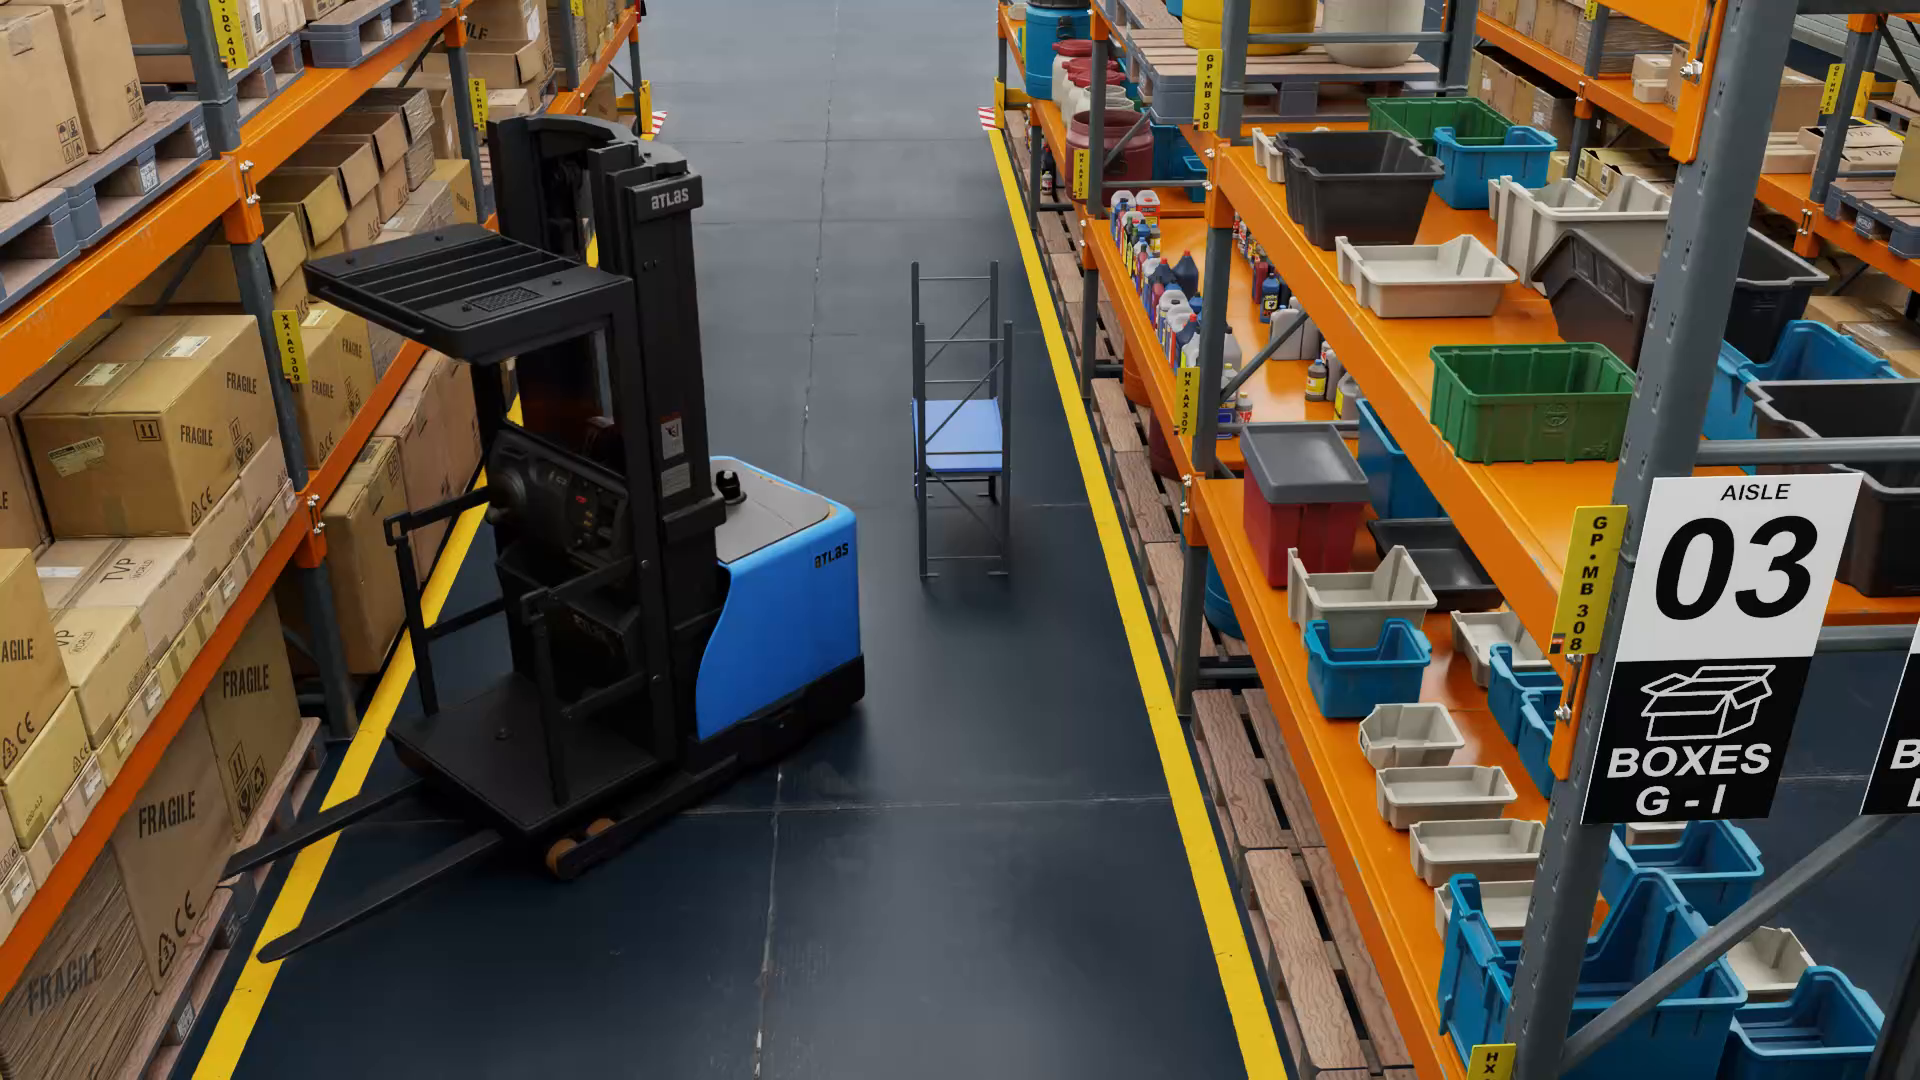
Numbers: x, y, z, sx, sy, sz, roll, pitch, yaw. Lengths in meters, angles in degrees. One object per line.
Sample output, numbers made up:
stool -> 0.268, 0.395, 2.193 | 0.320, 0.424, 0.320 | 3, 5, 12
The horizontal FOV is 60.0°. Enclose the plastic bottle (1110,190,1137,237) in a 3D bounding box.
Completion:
plastic bottle -> 1.046, -2.088, 10.645 | 0.152, 0.276, 0.135 | -1, 28, -3

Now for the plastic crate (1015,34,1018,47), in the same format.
plastic crate -> 0.800, -4.825, 16.043 | 0.530, 0.136, 0.437 | -1, 28, -3

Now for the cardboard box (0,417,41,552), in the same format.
cardboard box -> -3.572, -0.087, 5.703 | 0.500, 0.500, 0.500 | -2, 28, -4

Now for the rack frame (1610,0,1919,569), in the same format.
rack frame -> 1.764, -1.316, 2.543 | 1.000, 3.000, 0.127 | -1, 28, -3

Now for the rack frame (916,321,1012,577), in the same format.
rack frame -> 0.022, -0.470, 9.029 | 0.500, 1.500, 0.032 | -1, 28, -3

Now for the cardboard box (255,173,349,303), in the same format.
cardboard box -> -3.457, -1.485, 8.161 | 0.797, 0.503, 0.637 | -1, 28, -2

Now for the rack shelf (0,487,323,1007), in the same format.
rack shelf -> -3.287, 0.858, 5.638 | 1.077, 0.370, 4.000 | -1, 28, -3

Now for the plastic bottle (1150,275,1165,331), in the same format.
plastic bottle -> 1.090, -1.303, 9.130 | 0.061, 0.283, 0.133 | -1, 28, -3

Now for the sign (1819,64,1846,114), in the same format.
sign -> 5.739, -2.967, 10.944 | 0.100, 0.325, 0.005 | -1, 28, -3

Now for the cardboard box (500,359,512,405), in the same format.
cardboard box -> -3.585, -1.156, 10.567 | 1.225, 0.875, 0.875 | -3, 28, -5

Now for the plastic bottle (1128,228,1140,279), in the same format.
plastic bottle -> 1.044, -1.708, 9.908 | 0.061, 0.283, 0.133 | -1, 28, -3

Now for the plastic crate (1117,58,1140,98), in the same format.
plastic crate -> 1.506, -3.689, 13.597 | 0.392, 0.384, 0.575 | -1, 28, -3

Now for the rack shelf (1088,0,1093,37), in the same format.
rack shelf -> 1.242, -4.286, 12.258 | 1.077, 0.370, 4.000 | -1, 28, -3

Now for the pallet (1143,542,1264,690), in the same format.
pallet -> 1.556, 0.375, 8.802 | 1.003, 0.211, 1.213 | -1, 28, -3

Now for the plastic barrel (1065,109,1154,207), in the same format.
plastic barrel -> 1.020, -2.618, 11.379 | 0.600, 0.536, 0.708 | -1, 28, -3

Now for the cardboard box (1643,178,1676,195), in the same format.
cardboard box -> 5.906, -2.865, 13.912 | 0.500, 0.311, 0.500 | -2, 28, -4

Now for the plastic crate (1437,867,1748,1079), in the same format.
plastic crate -> 1.560, 1.151, 4.196 | 0.616, 0.435, 0.499 | -1, 28, -3

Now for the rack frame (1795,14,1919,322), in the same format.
rack frame -> 6.293, -2.469, 11.240 | 1.000, 3.000, 0.127 | -1, 28, -3

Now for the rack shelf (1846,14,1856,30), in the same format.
rack shelf -> 6.189, -4.404, 12.484 | 1.077, 0.370, 4.000 | -1, 28, -3

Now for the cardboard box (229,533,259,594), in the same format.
cardboard box -> -3.021, 0.098, 6.591 | 0.380, 0.149, 0.250 | -2, 28, -4

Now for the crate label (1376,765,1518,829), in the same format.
crate label -> 1.501, 0.799, 5.194 | 0.396, 0.136, 0.243 | -1, 28, -3

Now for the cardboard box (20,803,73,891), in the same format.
cardboard box -> -2.927, 0.928, 4.999 | 0.380, 0.149, 0.250 | -2, 28, -4

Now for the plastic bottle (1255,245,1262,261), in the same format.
plastic bottle -> 1.819, -1.701, 9.983 | 0.097, 0.201, 0.097 | 0, 28, 0

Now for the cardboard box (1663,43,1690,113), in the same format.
cardboard box -> 6.136, -3.762, 13.611 | 0.500, 0.500, 0.500 | 1, 28, 1

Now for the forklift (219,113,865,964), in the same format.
forklift -> -1.834, -0.137, 6.843 | 1.130, 2.935, 3.031 | 23, 35, 37

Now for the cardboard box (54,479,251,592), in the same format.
cardboard box -> -3.076, -0.013, 6.372 | 0.500, 0.250, 0.500 | -1, 28, -1

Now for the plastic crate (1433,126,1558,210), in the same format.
plastic crate -> 1.921, -1.347, 6.026 | 0.416, 0.233, 0.300 | -1, 28, -3

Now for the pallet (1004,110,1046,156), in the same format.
pallet -> 1.017, -4.400, 17.958 | 1.003, 0.211, 1.213 | -1, 28, -3

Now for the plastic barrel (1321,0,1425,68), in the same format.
plastic barrel -> 1.778, -2.329, 7.128 | 0.433, 0.535, 0.433 | 0, 28, 0

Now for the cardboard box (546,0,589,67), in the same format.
cardboard box -> -3.771, -4.464, 14.636 | 0.875, 0.500, 0.500 | -1, 28, -3

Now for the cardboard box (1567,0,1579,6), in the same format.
cardboard box -> 5.829, -5.004, 15.290 | 0.380, 0.149, 0.250 | -2, 28, -4

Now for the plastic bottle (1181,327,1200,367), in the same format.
plastic bottle -> 1.180, -0.899, 8.282 | 0.144, 0.351, 0.185 | -1, 28, -3

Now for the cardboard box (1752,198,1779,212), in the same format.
cardboard box -> 6.471, -2.649, 13.498 | 0.500, 0.311, 0.500 | -2, 28, -3

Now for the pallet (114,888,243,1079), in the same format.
pallet -> -3.363, 1.770, 6.128 | 1.003, 0.211, 1.213 | -1, 28, -3

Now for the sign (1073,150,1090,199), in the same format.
sign -> 0.797, -2.407, 10.945 | 0.100, 0.325, 0.005 | -1, 28, -3

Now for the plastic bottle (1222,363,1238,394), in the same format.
plastic bottle -> 1.316, -0.770, 8.198 | 0.097, 0.201, 0.097 | 0, 28, 0

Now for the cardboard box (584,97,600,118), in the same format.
cardboard box -> -3.923, -4.150, 16.713 | 0.500, 0.500, 0.500 | 1, 28, 2

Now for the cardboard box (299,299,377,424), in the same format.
cardboard box -> -3.193, -0.879, 8.084 | 0.500, 0.500, 0.500 | -1, 28, -3

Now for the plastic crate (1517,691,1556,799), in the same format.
plastic crate -> 2.011, 0.661, 5.355 | 0.416, 0.233, 0.300 | -1, 28, -3

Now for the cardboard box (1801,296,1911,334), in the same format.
cardboard box -> 6.031, -1.339, 11.300 | 0.500, 0.500, 0.500 | 0, 28, 0

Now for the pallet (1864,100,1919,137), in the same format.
pallet -> 10.833, -4.637, 18.413 | 1.003, 0.211, 1.213 | -1, 28, -3

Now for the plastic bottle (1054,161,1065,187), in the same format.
plastic bottle -> 0.960, -3.513, 15.630 | 0.144, 0.351, 0.185 | -1, 28, -3

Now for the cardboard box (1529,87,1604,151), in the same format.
cardboard box -> 5.827, -4.056, 15.991 | 0.500, 0.500, 0.500 | -1, 28, -3

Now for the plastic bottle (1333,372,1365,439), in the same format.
plastic bottle -> 1.858, -0.671, 7.846 | 0.144, 0.351, 0.185 | -1, 28, -3

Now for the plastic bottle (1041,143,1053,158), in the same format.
plastic bottle -> 0.806, -3.598, 15.793 | 0.144, 0.351, 0.185 | -3, 28, -5

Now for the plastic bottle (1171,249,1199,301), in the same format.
plastic bottle -> 1.268, -1.473, 9.384 | 0.144, 0.351, 0.185 | -1, 28, -3

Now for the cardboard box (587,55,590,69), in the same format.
cardboard box -> -3.560, -4.304, 15.031 | 0.380, 0.149, 0.250 | -1, 28, -3

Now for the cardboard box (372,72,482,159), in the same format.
cardboard box -> -3.797, -2.966, 11.630 | 0.700, 0.500, 0.500 | 3, 28, 5

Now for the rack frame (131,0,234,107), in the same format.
rack frame -> -3.391, -3.044, 5.856 | 1.000, 3.000, 0.127 | -1, 28, -3

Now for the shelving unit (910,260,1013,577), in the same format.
shelving unit -> -0.004, -0.704, 9.479 | 0.538, 1.500, 1.048 | -1, 28, -3

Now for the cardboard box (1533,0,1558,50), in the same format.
cardboard box -> 5.998, -5.040, 16.062 | 0.700, 0.500, 0.500 | -1, 28, -2
